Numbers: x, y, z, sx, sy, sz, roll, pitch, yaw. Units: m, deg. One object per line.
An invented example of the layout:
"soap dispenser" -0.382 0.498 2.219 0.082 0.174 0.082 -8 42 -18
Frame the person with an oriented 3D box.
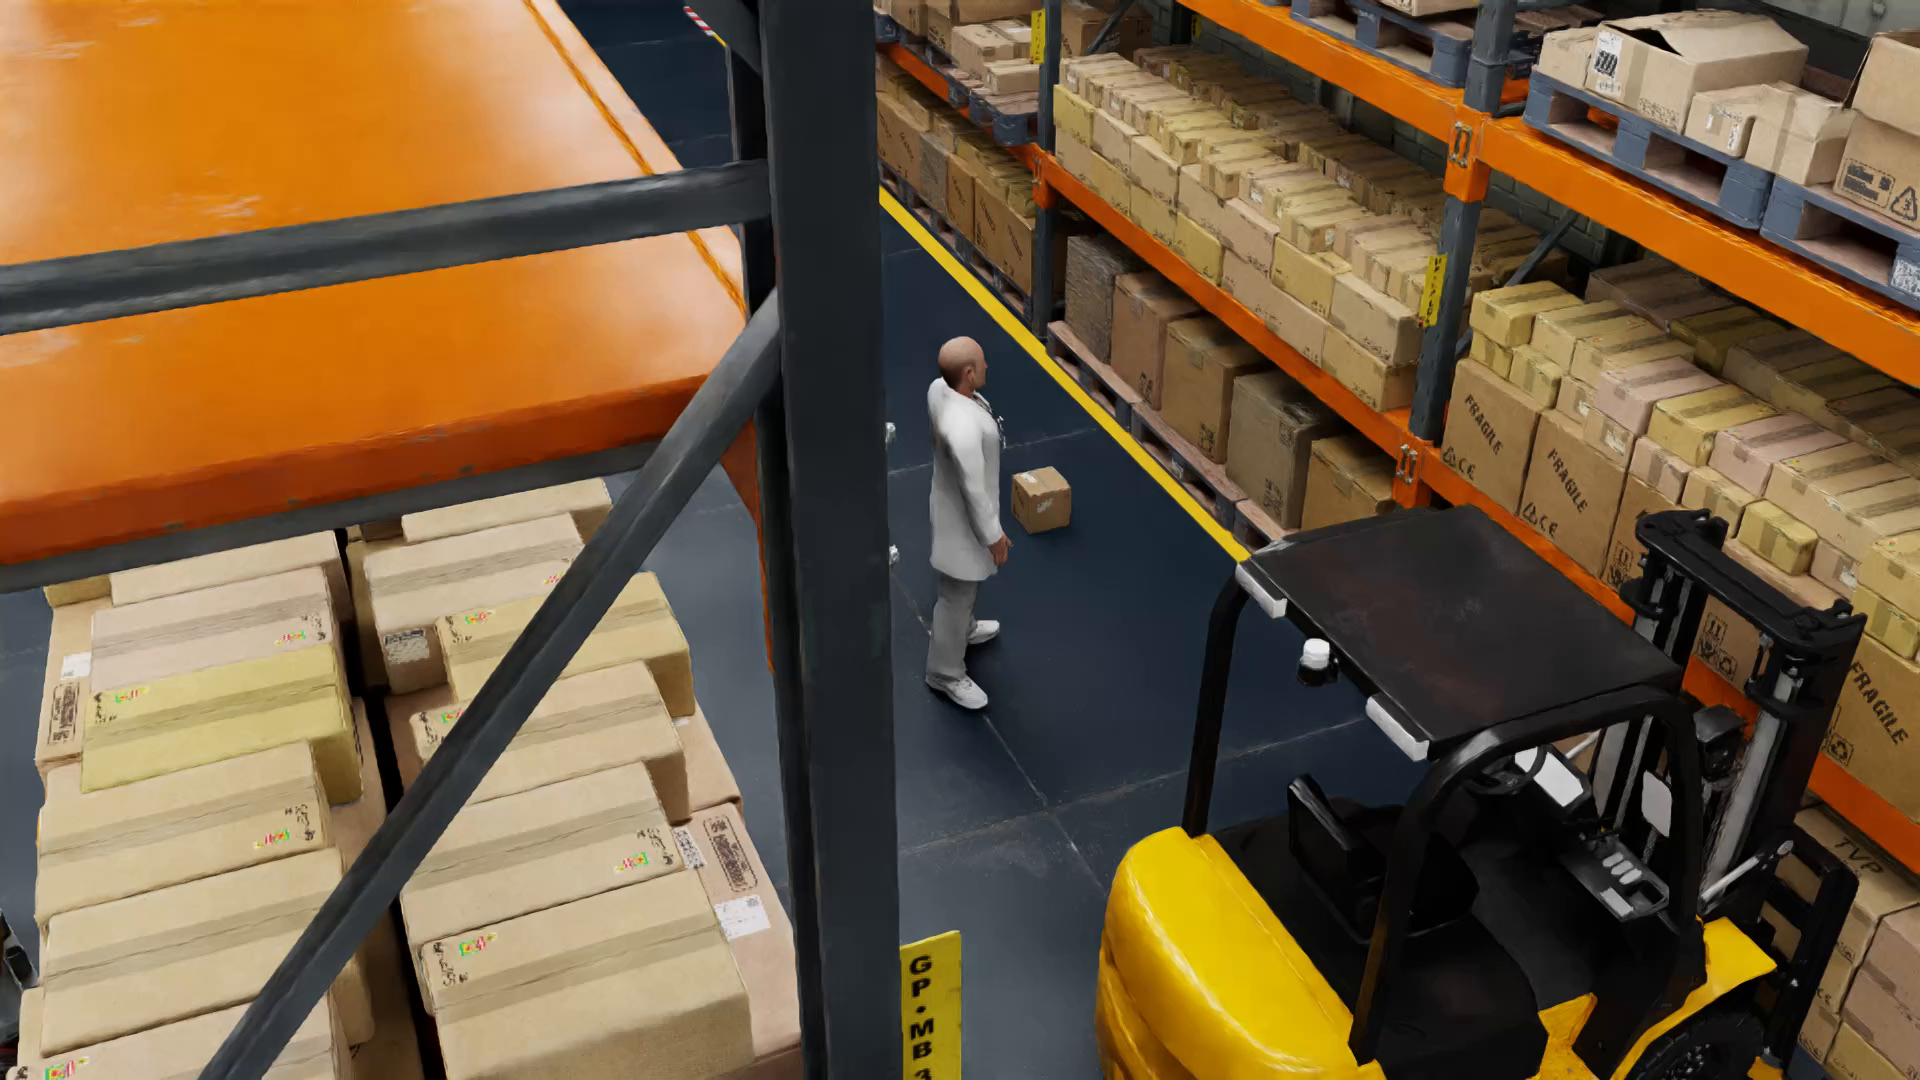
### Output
"person" 0.028 -0.126 7.685 0.428 1.784 0.717 -5 33 -7
